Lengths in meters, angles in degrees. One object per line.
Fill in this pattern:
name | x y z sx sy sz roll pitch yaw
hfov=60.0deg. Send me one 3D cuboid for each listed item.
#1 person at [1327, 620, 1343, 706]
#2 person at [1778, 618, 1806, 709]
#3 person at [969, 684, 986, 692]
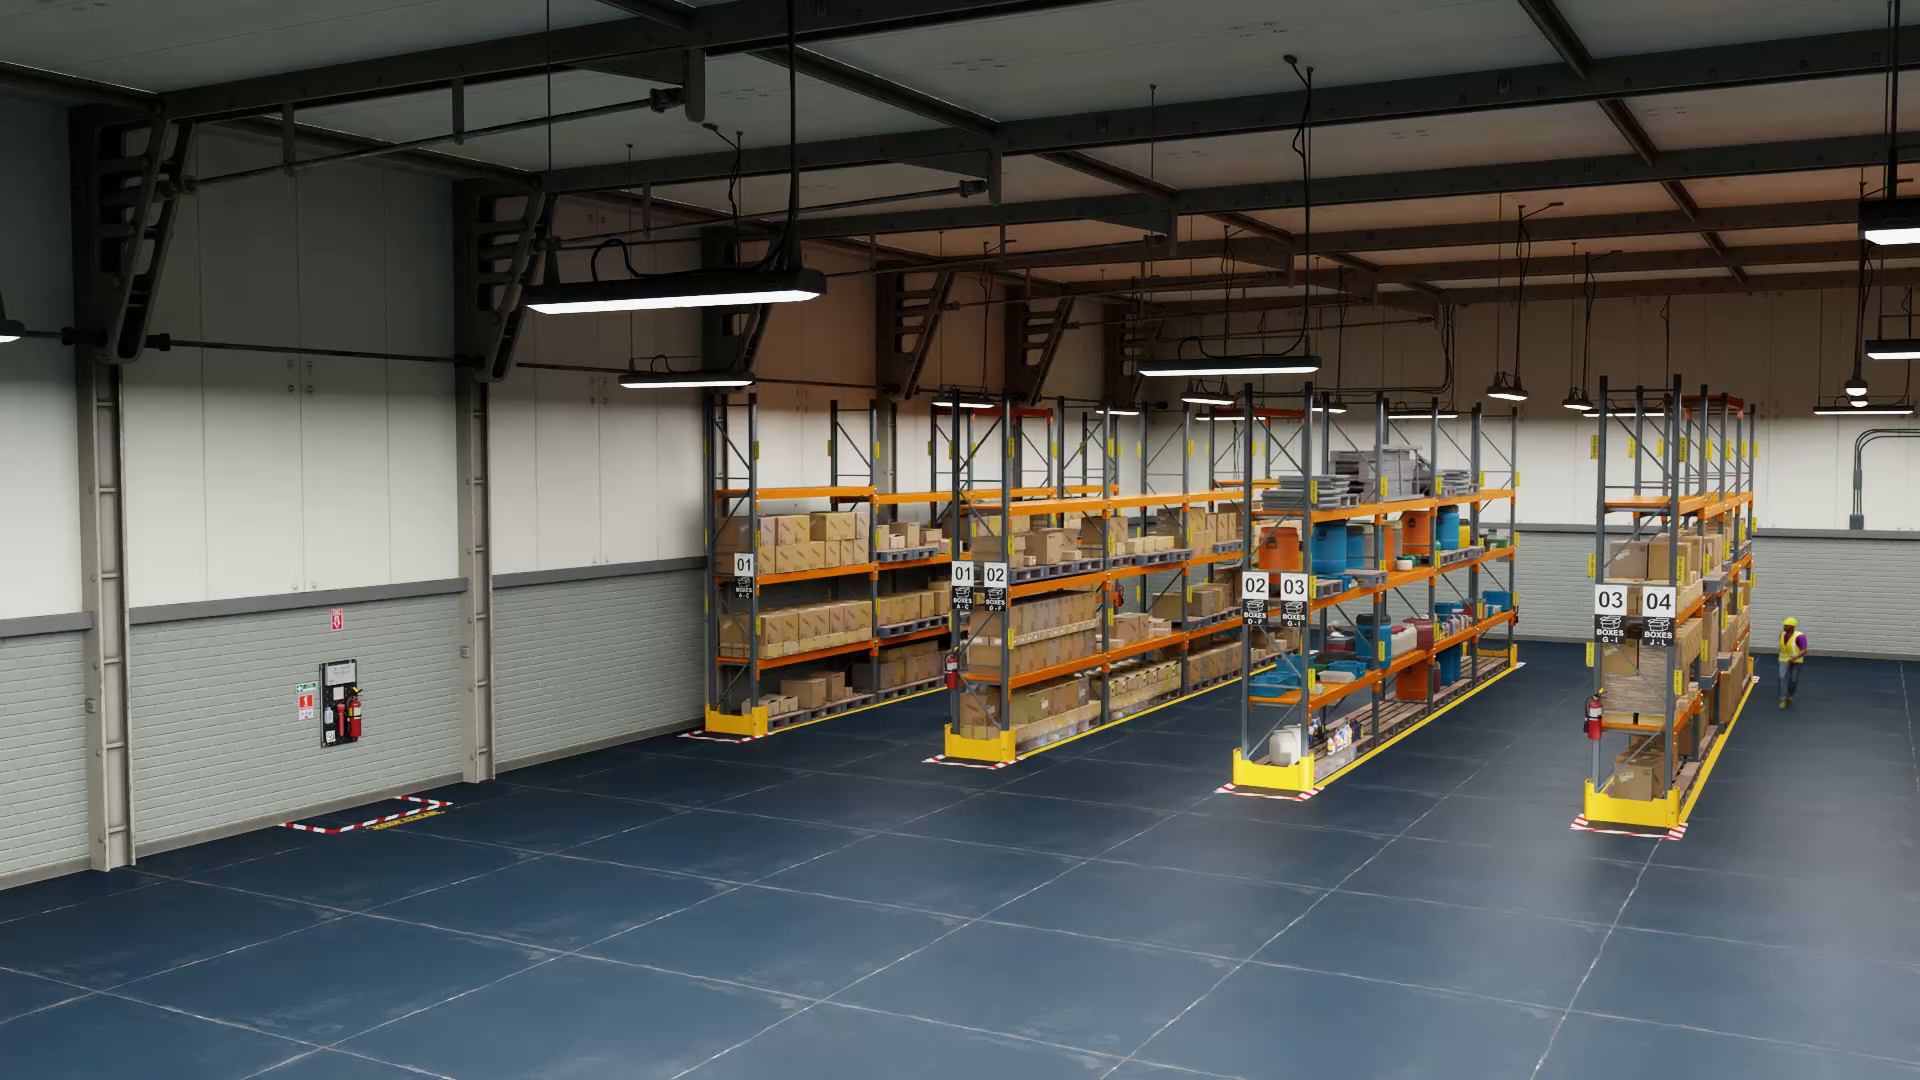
person | 7.338 2.409 32.652 0.439 1.673 0.521 0 3 0
person | 16.281 2.393 32.532 0.491 1.741 1.003 2 3 28
person | 0.349 2.421 31.917 0.497 1.686 0.478 -2 3 -26
